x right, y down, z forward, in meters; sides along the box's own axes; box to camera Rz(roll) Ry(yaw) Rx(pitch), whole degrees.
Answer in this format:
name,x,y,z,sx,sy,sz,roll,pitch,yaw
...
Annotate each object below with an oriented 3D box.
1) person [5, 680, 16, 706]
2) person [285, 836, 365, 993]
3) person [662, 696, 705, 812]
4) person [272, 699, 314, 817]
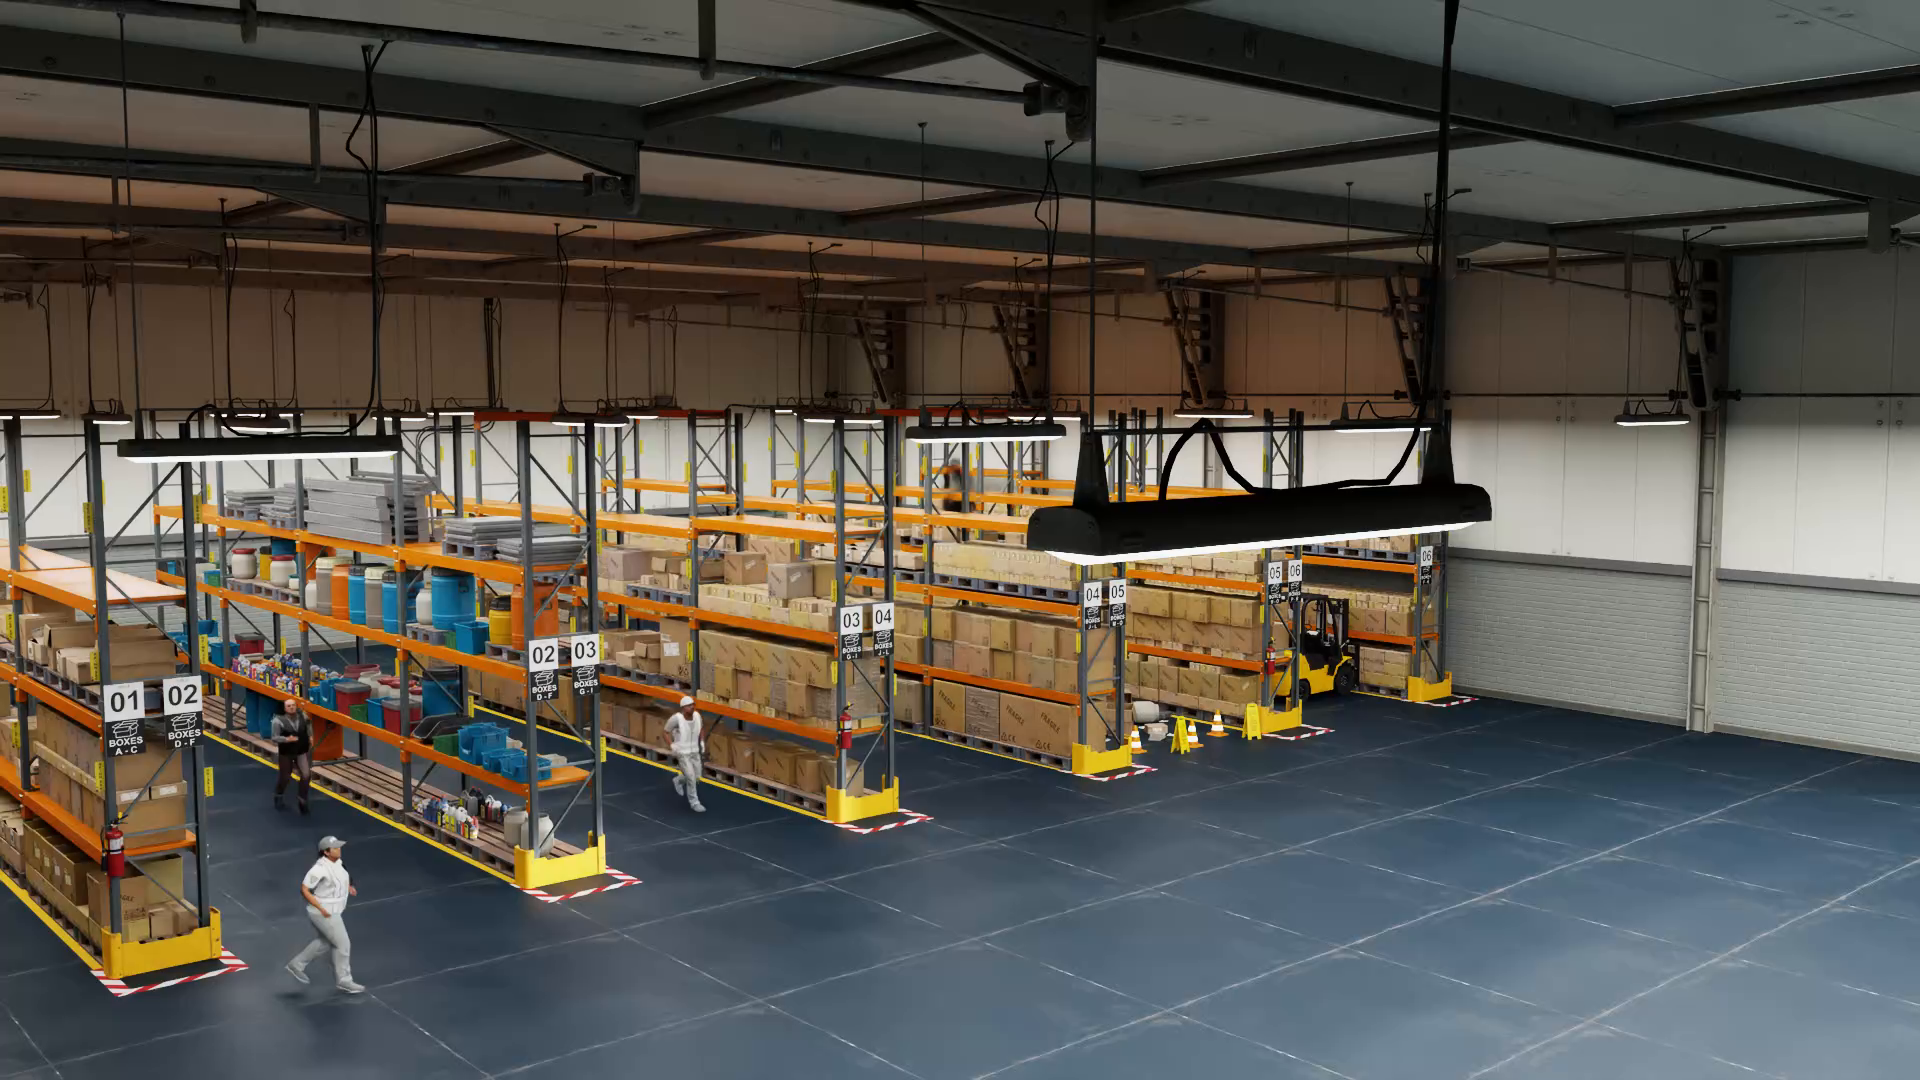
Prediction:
name,x,y,z,sx,sy,sz,roll,pitch,yaw
person,-18.185,2.799,31.598,0.464,1.554,0.571,0,5,2
person,-6.743,3.953,17.603,0.840,1.683,0.603,0,5,-4
person,-4.200,3.240,25.389,0.706,1.753,0.780,-5,7,-43
person,-10.087,3.269,25.149,0.663,1.770,0.902,-4,6,-37
